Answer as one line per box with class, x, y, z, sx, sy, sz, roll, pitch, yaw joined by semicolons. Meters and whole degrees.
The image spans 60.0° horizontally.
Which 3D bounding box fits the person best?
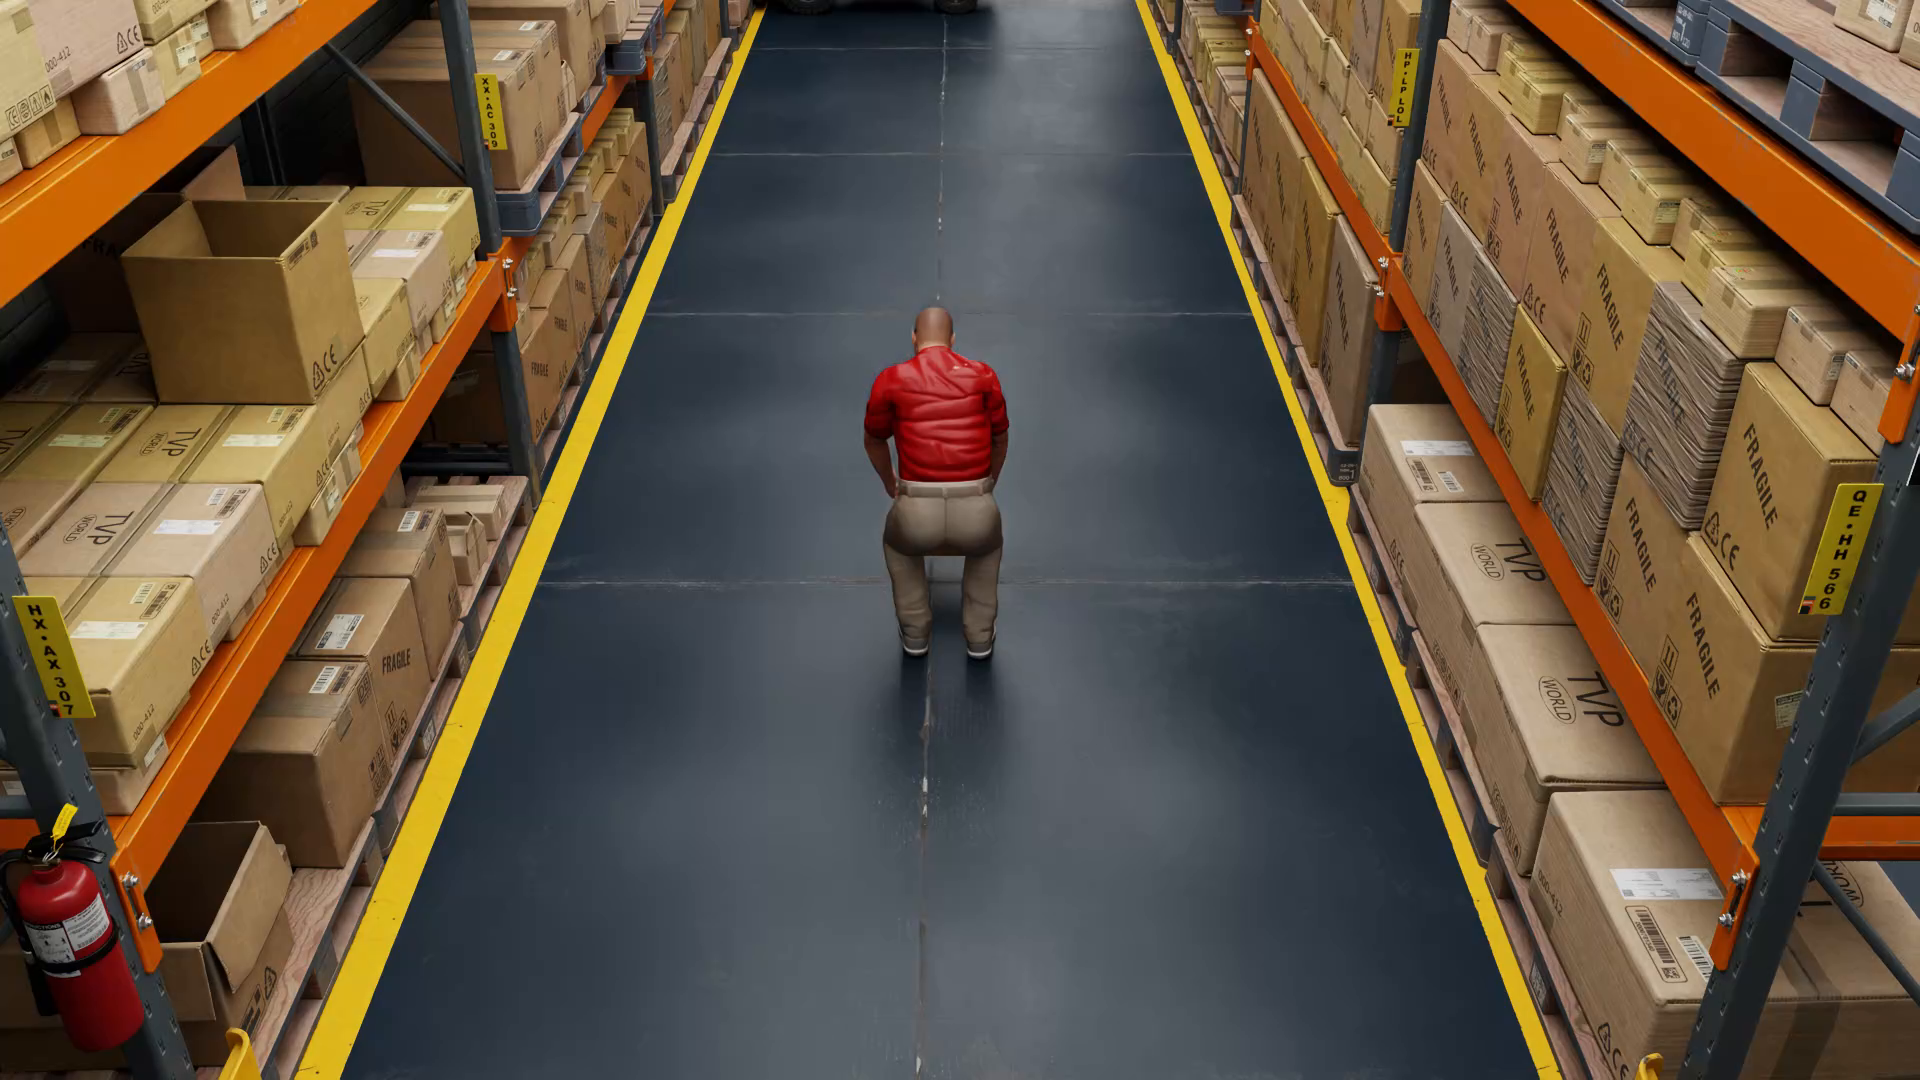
person;-0.097;-0.431;6.687;0.590;0.904;0.613;0;31;0
